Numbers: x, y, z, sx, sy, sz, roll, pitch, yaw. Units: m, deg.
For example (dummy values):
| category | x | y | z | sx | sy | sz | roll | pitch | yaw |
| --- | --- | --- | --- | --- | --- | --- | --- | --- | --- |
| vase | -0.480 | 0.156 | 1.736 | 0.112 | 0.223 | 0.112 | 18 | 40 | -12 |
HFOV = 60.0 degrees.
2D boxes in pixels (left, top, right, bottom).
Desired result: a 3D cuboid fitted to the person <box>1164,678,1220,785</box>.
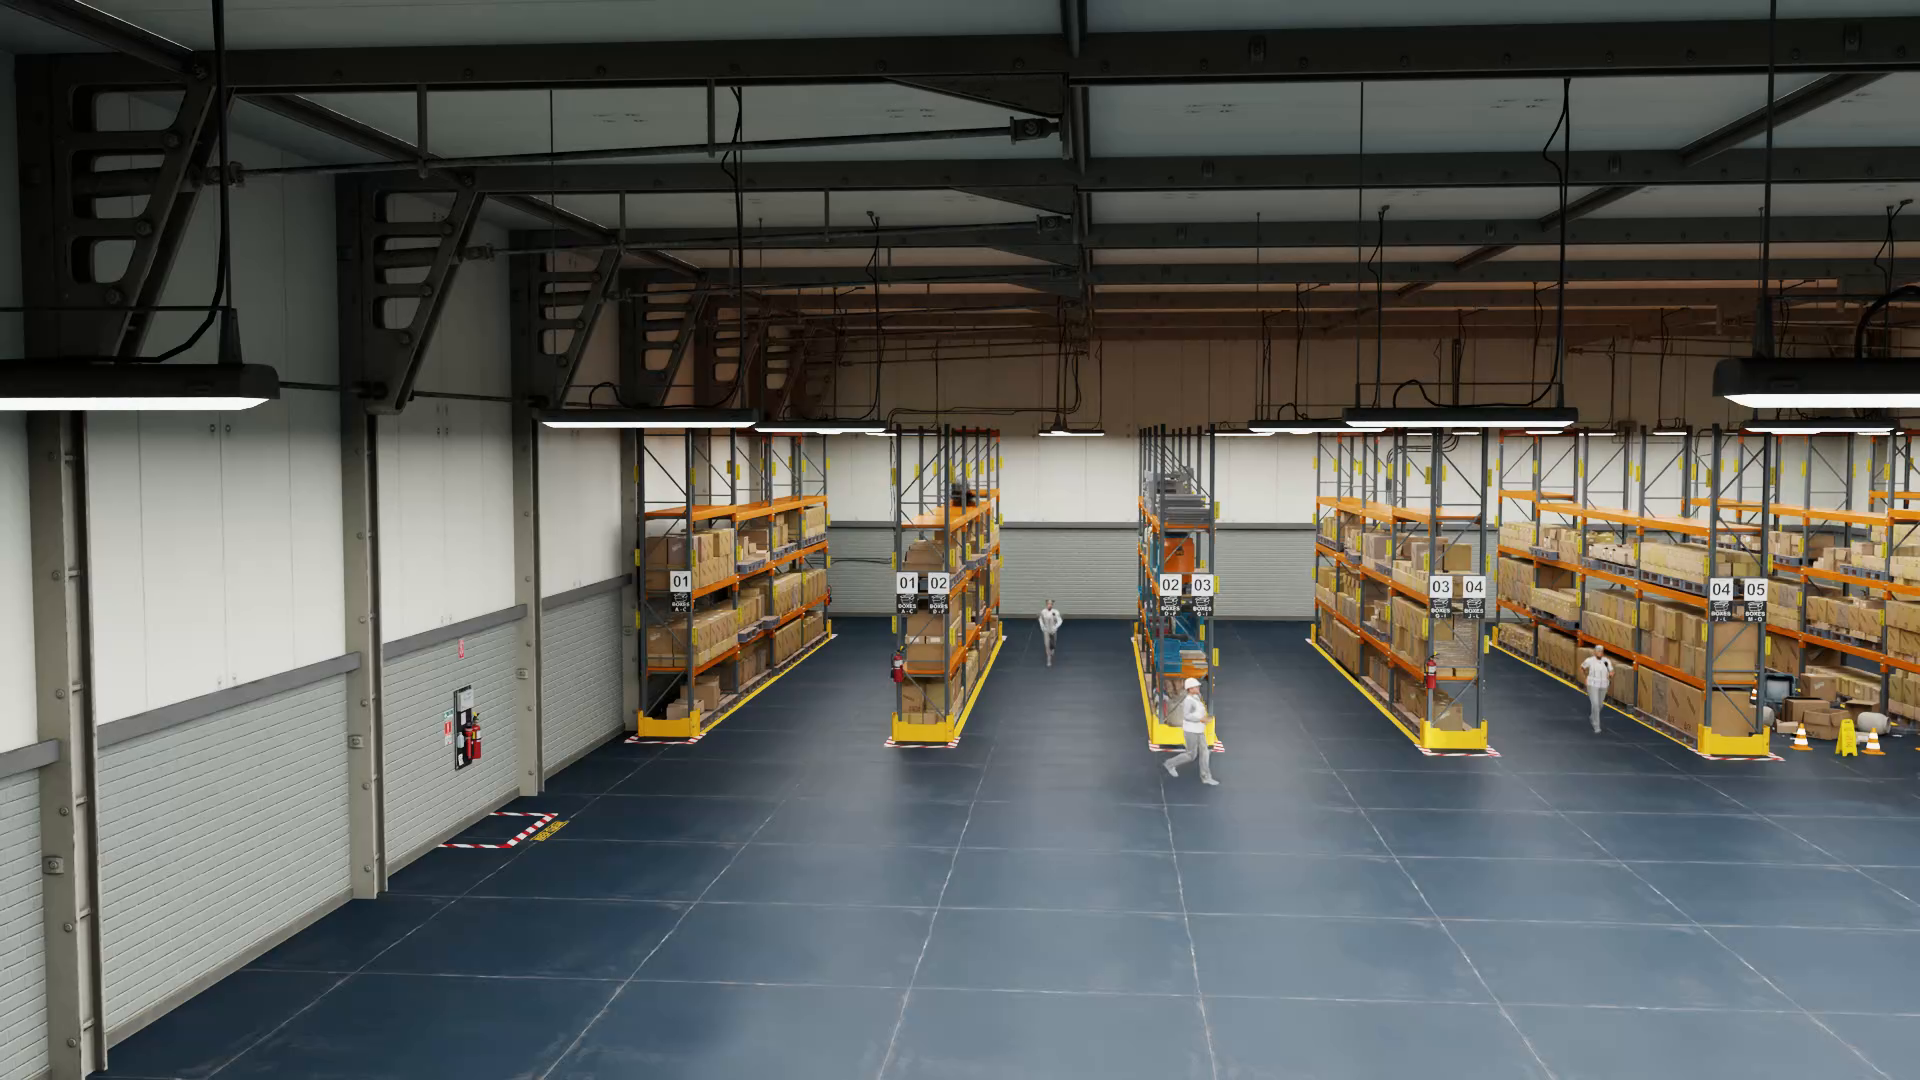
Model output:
| category | x | y | z | sx | sy | sz | roll | pitch | yaw |
| --- | --- | --- | --- | --- | --- | --- | --- | --- | --- |
| person | 3.846 | 3.159 | 27.486 | 0.936 | 1.769 | 0.661 | 2 | 4 | 26 |

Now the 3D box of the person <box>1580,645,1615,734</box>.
| category | x | y | z | sx | sy | sz | roll | pitch | yaw |
| --- | --- | --- | --- | --- | --- | --- | --- | --- | --- |
| person | 12.545 | 2.903 | 32.698 | 0.601 | 1.693 | 0.855 | 0 | 3 | 0 |

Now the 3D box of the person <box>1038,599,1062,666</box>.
| category | x | y | z | sx | sy | sz | roll | pitch | yaw |
| --- | --- | --- | --- | --- | --- | --- | --- | --- | --- |
| person | 2.297 | 2.338 | 42.341 | 0.589 | 1.701 | 1.034 | 0 | 3 | 1 |
